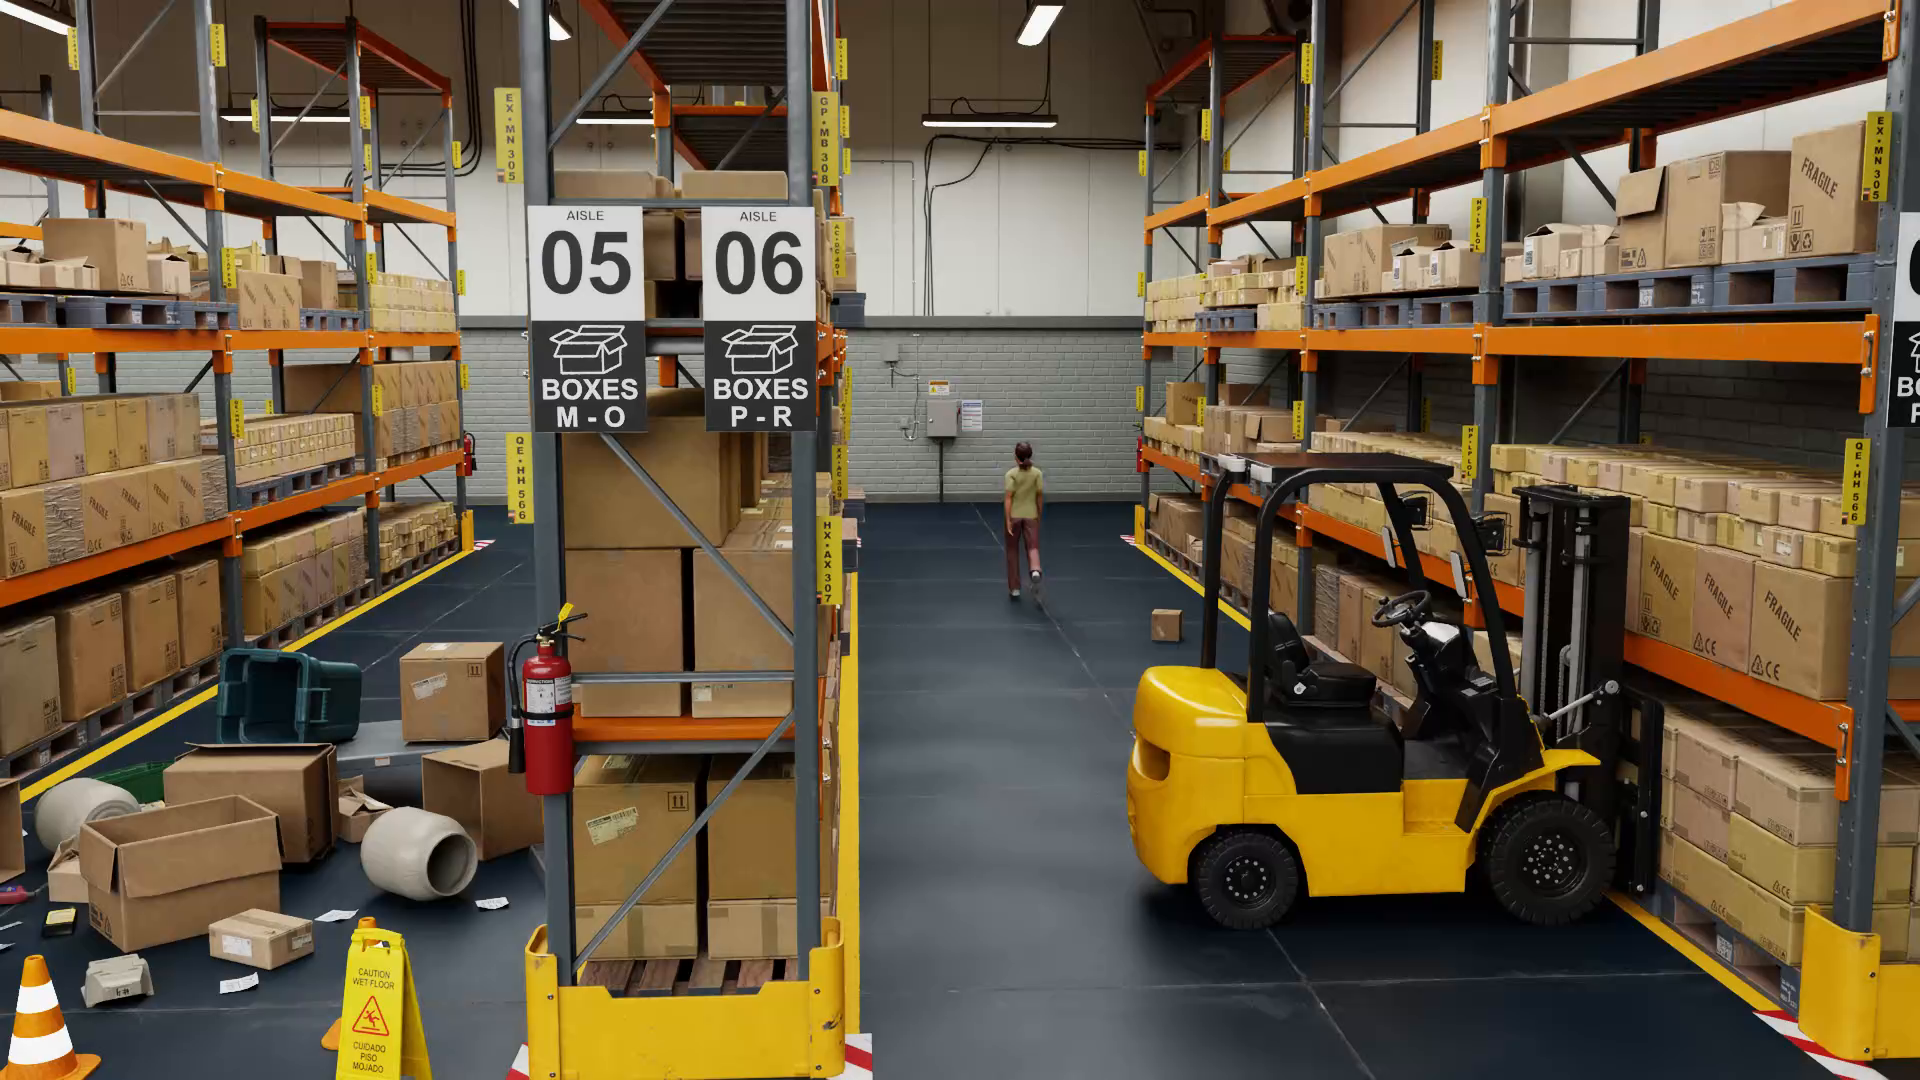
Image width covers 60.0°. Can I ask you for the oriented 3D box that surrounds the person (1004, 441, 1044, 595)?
[{"bbox_3d":[0.664,-0.211,17.408,0.438,1.642,0.821,-1,7,-7],"label":"person"}]
